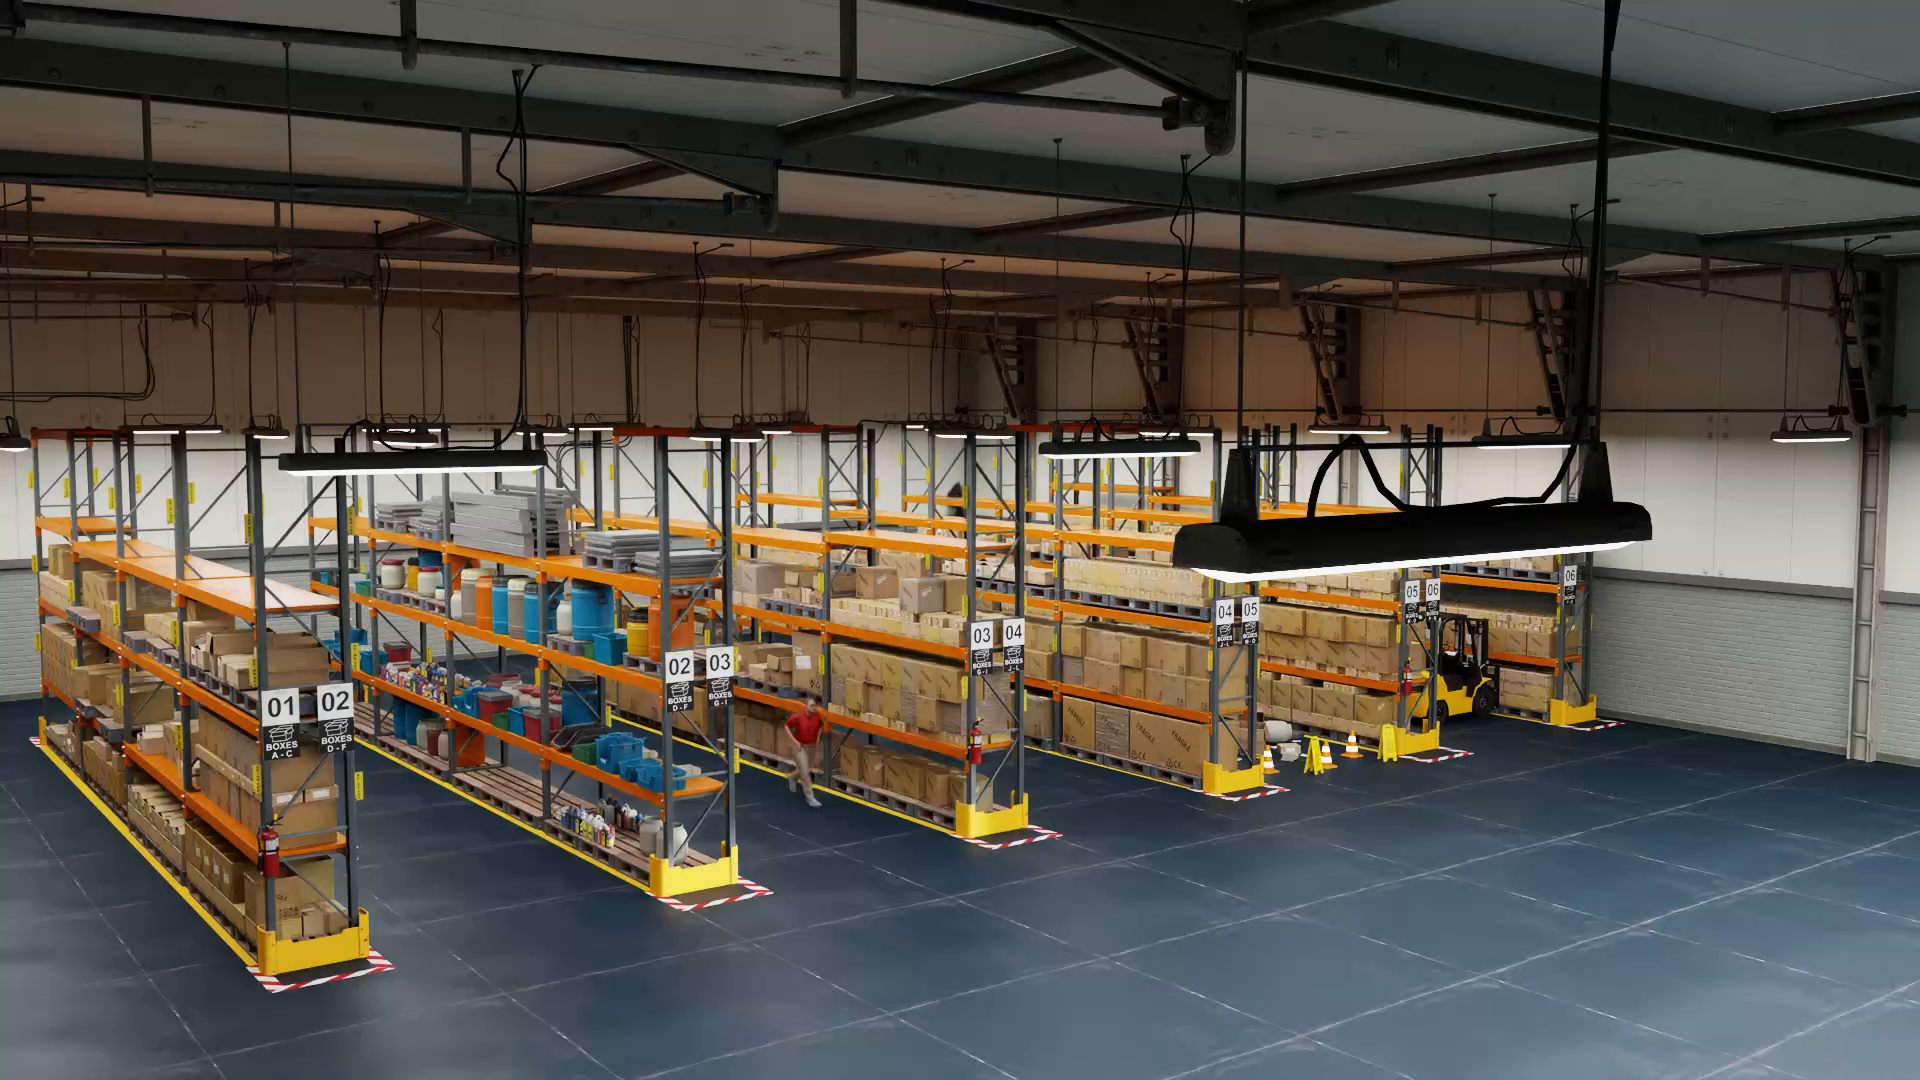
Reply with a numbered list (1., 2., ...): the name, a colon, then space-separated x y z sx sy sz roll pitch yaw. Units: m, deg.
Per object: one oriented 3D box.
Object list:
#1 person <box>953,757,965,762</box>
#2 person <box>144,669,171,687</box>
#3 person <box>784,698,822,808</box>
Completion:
1. person: -0.194 3.109 30.200 0.895 1.759 0.662 4 6 40
2. person: -15.929 2.969 32.996 0.775 1.591 0.663 1 5 12
3. person: -2.535 3.373 26.793 0.668 1.721 0.983 -3 5 -35
